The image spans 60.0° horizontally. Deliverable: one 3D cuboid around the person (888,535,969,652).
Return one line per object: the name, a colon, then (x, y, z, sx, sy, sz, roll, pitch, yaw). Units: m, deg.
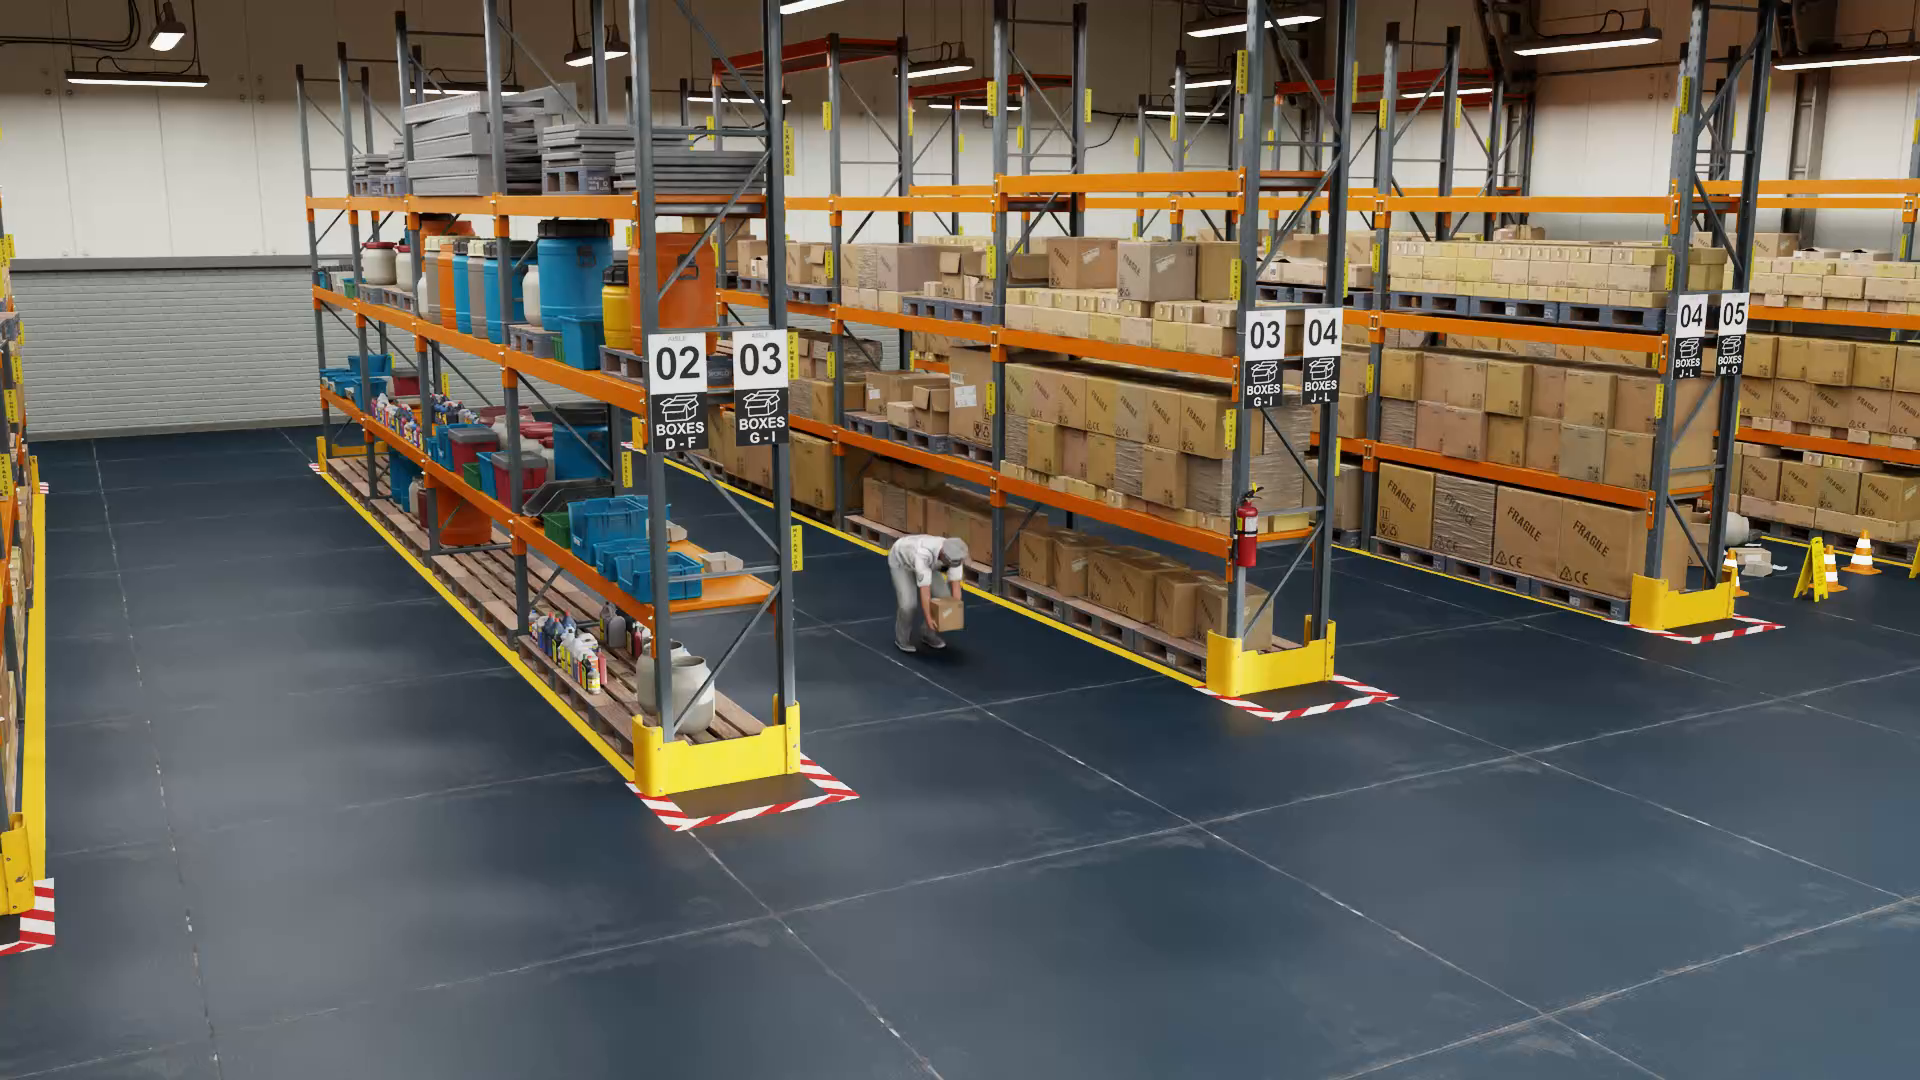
person: (-0.273, 0.475, 15.173, 0.530, 1.130, 1.032, -7, 13, -31)
